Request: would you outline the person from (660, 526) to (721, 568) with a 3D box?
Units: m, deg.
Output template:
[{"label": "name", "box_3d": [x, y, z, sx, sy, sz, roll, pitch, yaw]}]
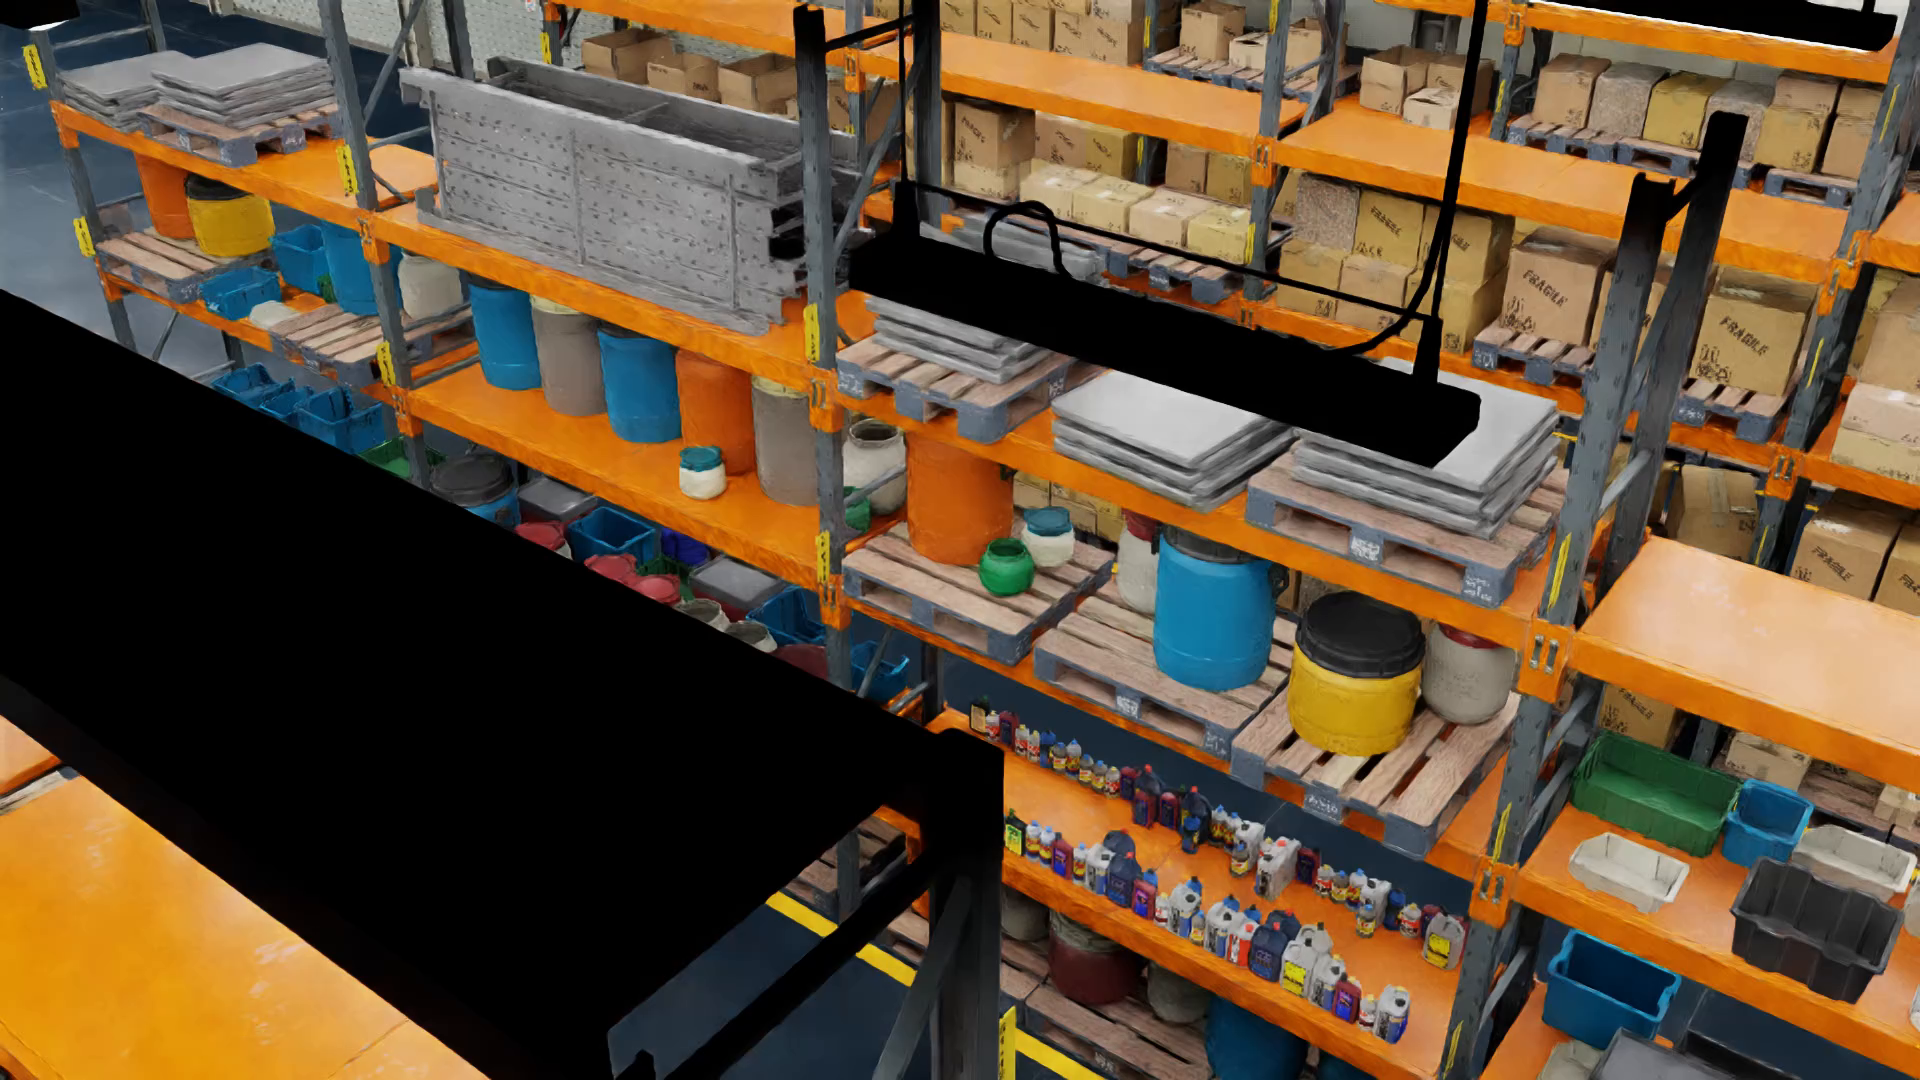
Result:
[{"label": "person", "box_3d": [-2.113, 0.329, 13.207, 0.503, 1.593, 0.943, -18, 36, -26]}]
